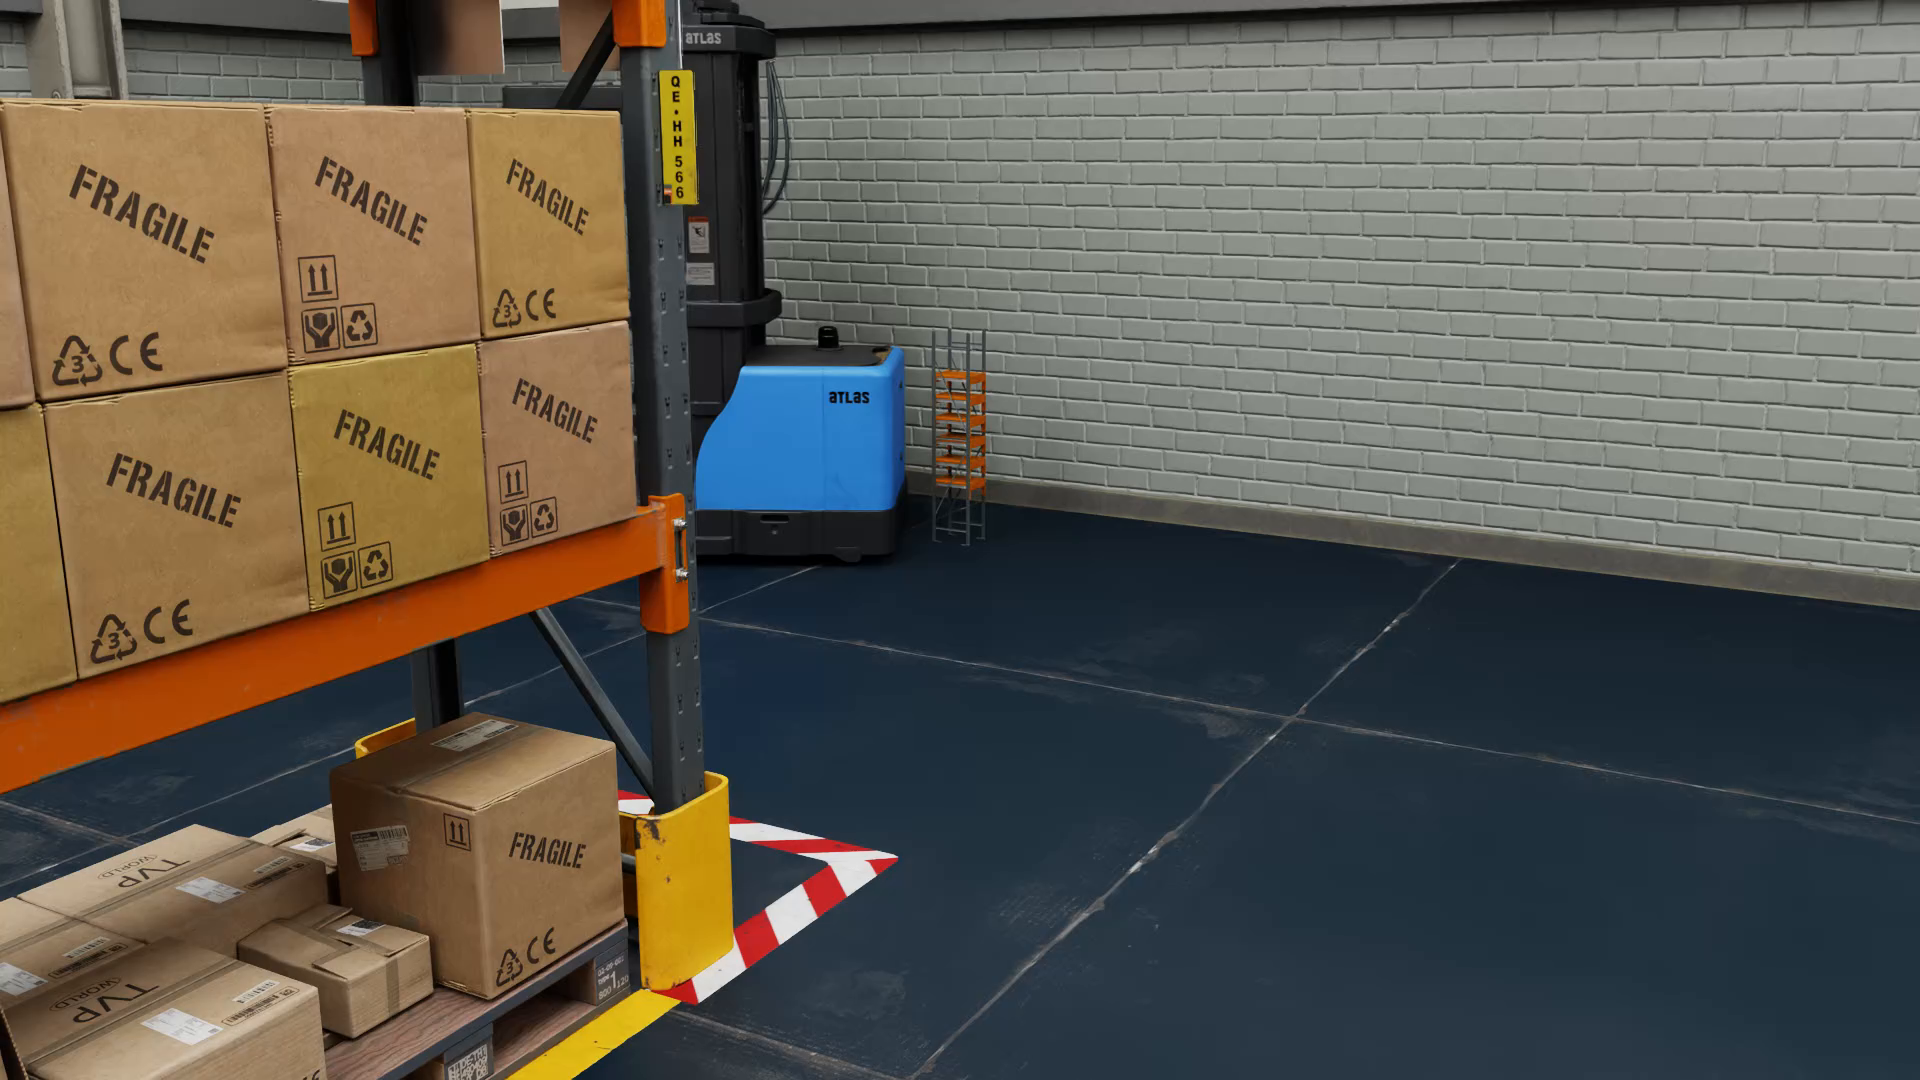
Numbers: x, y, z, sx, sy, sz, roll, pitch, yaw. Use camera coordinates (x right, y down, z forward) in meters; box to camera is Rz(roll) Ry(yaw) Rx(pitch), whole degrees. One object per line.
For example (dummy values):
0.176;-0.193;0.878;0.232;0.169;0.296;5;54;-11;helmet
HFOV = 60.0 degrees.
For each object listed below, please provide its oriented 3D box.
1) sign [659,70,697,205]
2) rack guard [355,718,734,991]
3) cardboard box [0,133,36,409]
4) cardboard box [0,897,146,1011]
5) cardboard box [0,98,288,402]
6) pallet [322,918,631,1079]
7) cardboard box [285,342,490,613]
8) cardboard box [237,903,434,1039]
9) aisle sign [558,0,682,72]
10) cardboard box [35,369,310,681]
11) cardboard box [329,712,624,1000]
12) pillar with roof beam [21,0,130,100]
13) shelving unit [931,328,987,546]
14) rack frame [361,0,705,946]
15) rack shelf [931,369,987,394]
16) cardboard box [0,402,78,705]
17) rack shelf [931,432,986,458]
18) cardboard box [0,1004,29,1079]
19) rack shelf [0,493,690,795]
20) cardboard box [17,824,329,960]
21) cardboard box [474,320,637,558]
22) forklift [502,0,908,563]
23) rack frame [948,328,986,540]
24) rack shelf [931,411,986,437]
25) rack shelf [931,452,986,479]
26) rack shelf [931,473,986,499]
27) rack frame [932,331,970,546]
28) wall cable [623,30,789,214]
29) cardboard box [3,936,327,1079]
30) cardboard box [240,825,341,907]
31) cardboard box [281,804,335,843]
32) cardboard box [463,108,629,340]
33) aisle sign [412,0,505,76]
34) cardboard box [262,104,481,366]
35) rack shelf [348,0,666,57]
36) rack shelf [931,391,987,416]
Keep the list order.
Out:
-0.702;-1.003;4.149;0.100;0.325;0.005;7;15;28;sign
-1.215;0.877;4.828;1.175;0.500;0.348;7;15;28;rack guard
-1.891;-0.450;2.652;0.500;0.500;0.500;8;16;30;cardboard box
-2.173;1.054;3.690;0.500;0.250;0.500;7;15;28;cardboard box
-1.643;-0.555;3.089;0.500;0.500;0.500;8;16;30;cardboard box
-1.600;1.182;4.183;1.003;0.211;1.213;7;15;28;pallet
-1.405;-0.172;3.635;0.500;0.500;0.500;8;15;29;cardboard box
-1.500;1.022;3.999;0.380;0.166;0.250;7;15;28;cardboard box
-0.877;-1.597;4.209;0.394;0.787;0.004;7;15;28;aisle sign
-1.651;-0.071;3.213;0.500;0.500;0.500;8;15;28;cardboard box
-1.226;0.787;4.262;0.500;0.500;0.500;7;15;28;cardboard box
-1.200;-3.995;6.902;9.100;9.000;0.400;7;15;28;pillar with roof beam
-0.007;-0.580;9.381;0.258;1.200;0.189;7;15;28;shelving unit
-1.179;-0.353;4.599;1.000;3.000;0.127;7;15;28;rack frame
-0.007;-0.887;9.307;0.258;0.103;0.180;7;15;28;rack shelf
-1.894;0.033;2.785;0.500;0.500;0.500;7;15;27;cardboard box
-0.007;-0.537;9.391;0.258;0.103;0.180;7;15;28;rack shelf
-2.209;1.081;3.038;0.797;0.503;0.637;7;15;28;cardboard box
-2.145;0.407;2.982;1.077;0.370;4.000;7;15;28;rack shelf
-1.932;0.951;4.115;0.500;0.250;0.500;7;15;28;cardboard box
-1.157;-0.279;4.079;0.500;0.500;0.500;8;16;30;cardboard box
-1.840;-1.410;9.129;3.031;2.935;1.130;1;14;2;forklift
0.037;-0.599;9.458;0.240;1.200;0.006;7;15;28;rack frame
-0.007;-0.654;9.363;0.258;0.103;0.180;7;15;28;rack shelf
-0.007;-0.420;9.419;0.258;0.103;0.180;7;15;28;rack shelf
-0.007;-0.304;9.447;0.258;0.103;0.180;7;15;28;rack shelf
-0.051;-0.562;9.303;0.240;1.200;0.006;7;15;28;rack frame
-2.470;-3.441;11.230;3.097;2.526;0.112;7;15;28;wall cable
-1.711;1.100;3.497;0.500;0.250;0.500;7;15;28;cardboard box
-1.803;0.908;4.472;0.380;0.166;0.250;7;15;28;cardboard box
-1.682;0.866;4.687;0.380;0.149;0.250;7;15;28;cardboard box
-1.153;-0.766;3.962;0.500;0.500;0.500;7;15;28;cardboard box
-1.403;-1.664;4.491;0.394;0.787;0.004;7;15;28;aisle sign
-1.397;-0.662;3.532;0.500;0.500;0.500;8;16;30;cardboard box
-2.145;-1.052;2.630;1.077;0.370;4.000;7;15;28;rack shelf
-0.007;-0.770;9.335;0.258;0.103;0.180;7;15;28;rack shelf
